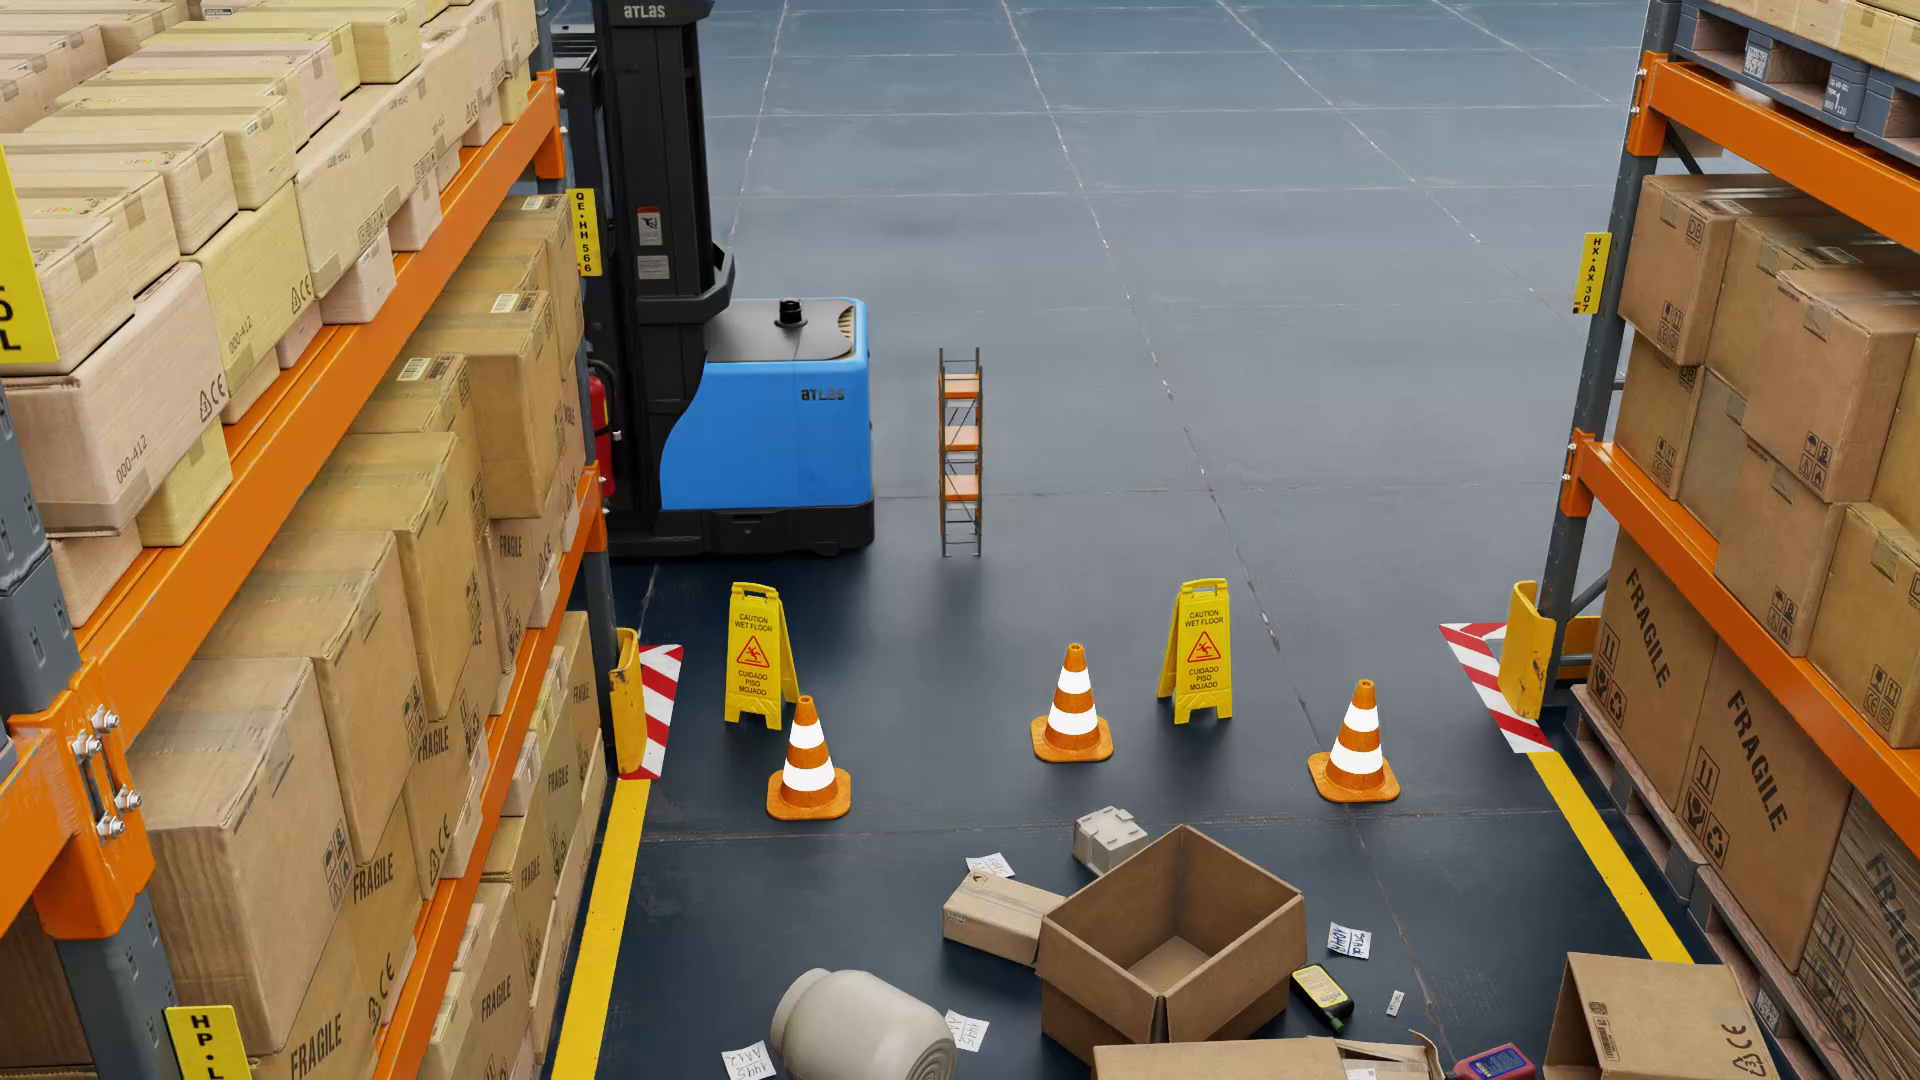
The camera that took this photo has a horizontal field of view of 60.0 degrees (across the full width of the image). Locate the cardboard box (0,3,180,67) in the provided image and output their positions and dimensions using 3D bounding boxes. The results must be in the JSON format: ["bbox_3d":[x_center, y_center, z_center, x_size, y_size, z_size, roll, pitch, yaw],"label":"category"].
[{"bbox_3d":[-2.061,-1.161,3.899,0.380,0.149,0.250,-1,28,-2],"label":"cardboard box"}]

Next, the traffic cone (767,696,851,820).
[{"bbox_3d":[-0.614,0.830,6.657,0.336,0.463,0.334,-1,28,-3],"label":"traffic cone"}]

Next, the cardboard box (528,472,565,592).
[{"bbox_3d":[-1.599,-0.163,5.388,0.500,0.500,0.500,-1,28,-3],"label":"cardboard box"}]

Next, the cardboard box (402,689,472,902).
[{"bbox_3d":[-1.523,0.536,4.049,0.500,0.500,0.500,-2,28,-3],"label":"cardboard box"}]

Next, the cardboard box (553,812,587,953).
[{"bbox_3d":[-1.594,1.177,5.768,0.500,0.250,0.500,-1,28,-2],"label":"cardboard box"}]

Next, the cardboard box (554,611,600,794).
[{"bbox_3d":[-1.622,0.602,6.060,0.500,0.500,0.500,-1,28,-2],"label":"cardboard box"}]

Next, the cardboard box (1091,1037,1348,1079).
[{"bbox_3d":[0.753,1.767,4.672,0.797,0.637,0.503,-1,28,-3],"label":"cardboard box"}]

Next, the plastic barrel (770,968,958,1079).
[{"bbox_3d":[-0.305,1.598,5.229,0.512,0.421,0.421,19,33,32],"label":"plastic barrel"}]

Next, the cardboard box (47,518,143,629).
[{"bbox_3d":[-1.485,0.015,2.505,0.380,0.149,0.250,-2,28,-3],"label":"cardboard box"}]

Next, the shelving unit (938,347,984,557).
[{"bbox_3d":[0.003,-0.441,8.460,0.215,1.050,0.252,-1,28,-3],"label":"shelving unit"}]

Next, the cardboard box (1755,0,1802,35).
[{"bbox_3d":[2.738,-1.678,5.189,0.380,0.149,0.250,-1,28,-2],"label":"cardboard box"}]

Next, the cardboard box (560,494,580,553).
[{"bbox_3d":[-1.567,-0.069,5.909,0.380,0.149,0.250,-2,28,-3],"label":"cardboard box"}]

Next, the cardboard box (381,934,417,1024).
[{"bbox_3d":[-1.499,0.991,3.878,0.380,0.149,0.250,-1,28,-1],"label":"cardboard box"}]

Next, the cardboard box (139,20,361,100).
[{"bbox_3d":[-1.570,-1.056,3.697,0.380,0.149,0.250,-1,28,-2],"label":"cardboard box"}]

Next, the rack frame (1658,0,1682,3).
[{"bbox_3d":[3.014,-3.288,5.323,1.000,3.000,0.127,-1,28,-3],"label":"rack frame"}]

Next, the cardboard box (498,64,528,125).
[{"bbox_3d":[-1.581,-1.408,5.234,0.380,0.149,0.250,-1,28,-2],"label":"cardboard box"}]

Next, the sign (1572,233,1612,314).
[{"bbox_3d":[2.459,-1.036,6.472,0.100,0.325,0.005,-1,28,-3],"label":"sign"}]

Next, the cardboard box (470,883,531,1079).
[{"bbox_3d":[-1.542,1.320,4.683,0.500,0.500,0.500,0,28,0],"label":"cardboard box"}]

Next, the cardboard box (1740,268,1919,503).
[{"bbox_3d":[3.009,-0.487,5.111,0.875,0.550,0.550,-1,28,-3],"label":"cardboard box"}]

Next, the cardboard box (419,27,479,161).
[{"bbox_3d":[-1.572,-1.156,4.319,0.500,0.250,0.500,-1,28,-1],"label":"cardboard box"}]

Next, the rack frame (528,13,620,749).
[{"bbox_3d":[-1.924,-0.462,6.392,1.000,3.000,0.127,-1,28,-3],"label":"rack frame"}]

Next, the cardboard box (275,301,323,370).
[{"bbox_3d":[-1.544,-0.457,3.411,0.380,0.149,0.250,-2,28,-4],"label":"cardboard box"}]

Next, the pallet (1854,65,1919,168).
[{"bbox_3d":[3.129,-1.012,4.298,1.003,0.211,1.213,-1,28,-3],"label":"pallet"}]

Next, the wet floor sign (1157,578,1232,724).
[{"bbox_3d":[1.035,0.450,7.189,0.267,0.644,0.232,-6,28,-11],"label":"wet floor sign"}]

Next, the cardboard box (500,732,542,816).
[{"bbox_3d":[-1.514,0.721,5.132,0.380,0.149,0.250,0,28,0],"label":"cardboard box"}]

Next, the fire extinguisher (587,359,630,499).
[{"bbox_3d":[-1.470,-0.492,6.532,0.296,0.674,0.183,-1,28,-3],"label":"fire extinguisher"}]

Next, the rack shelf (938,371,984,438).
[{"bbox_3d":[0.003,-0.683,8.334,0.215,0.259,0.240,-1,28,-3],"label":"rack shelf"}]

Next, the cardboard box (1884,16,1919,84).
[{"bbox_3d":[2.777,-1.328,4.519,0.380,0.149,0.250,-2,28,-3],"label":"cardboard box"}]

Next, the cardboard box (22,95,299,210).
[{"bbox_3d":[-1.441,-0.704,3.021,0.380,0.149,0.250,-2,28,-3],"label":"cardboard box"}]

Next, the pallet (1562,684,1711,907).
[{"bbox_3d":[3.133,0.976,6.651,1.003,0.211,1.213,-1,28,-3],"label":"pallet"}]

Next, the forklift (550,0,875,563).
[{"bbox_3d":[-1.978,-1.401,8.267,3.031,2.935,1.130,-1,28,-3],"label":"forklift"}]

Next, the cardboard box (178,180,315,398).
[{"bbox_3d":[-1.501,-0.458,2.981,0.500,0.250,0.500,-2,28,-3],"label":"cardboard box"}]

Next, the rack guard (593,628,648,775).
[{"bbox_3d":[-1.920,0.682,6.903,1.175,0.500,0.348,-1,28,-3],"label":"rack guard"}]

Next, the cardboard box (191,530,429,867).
[{"bbox_3d":[-1.527,0.321,3.380,0.700,0.500,0.500,-1,28,-2],"label":"cardboard box"}]

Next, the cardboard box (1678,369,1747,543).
[{"bbox_3d":[3.129,-0.271,5.863,0.875,0.550,0.550,-1,28,-3],"label":"cardboard box"}]

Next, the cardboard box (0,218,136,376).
[{"bbox_3d":[-1.406,-0.340,2.324,0.380,0.149,0.250,-2,28,-4],"label":"cardboard box"}]

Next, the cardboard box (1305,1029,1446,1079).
[{"bbox_3d":[1.293,1.682,5.238,0.396,0.266,0.258,3,28,6],"label":"cardboard box"}]

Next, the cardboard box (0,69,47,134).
[{"bbox_3d":[-2.020,-0.809,3.222,0.380,0.149,0.250,-2,28,-4],"label":"cardboard box"}]

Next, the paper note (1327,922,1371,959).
[{"bbox_3d":[1.398,1.435,5.967,0.144,0.017,0.142,8,29,15],"label":"paper note"}]

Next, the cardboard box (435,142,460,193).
[{"bbox_3d":[-1.594,-1.052,4.552,0.380,0.149,0.250,-2,28,-3],"label":"cardboard box"}]

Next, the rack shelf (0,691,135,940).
[{"bbox_3d":[-1.611,1.298,0.552,1.077,0.370,4.000,-1,28,-3],"label":"rack shelf"}]

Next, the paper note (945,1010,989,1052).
[{"bbox_3d":[0.007,1.644,5.577,0.148,0.019,0.142,8,29,15],"label":"paper note"}]

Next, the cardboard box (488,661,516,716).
[{"bbox_3d":[-1.555,0.406,4.999,0.380,0.149,0.250,-2,28,-3],"label":"cardboard box"}]

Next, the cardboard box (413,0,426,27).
[{"bbox_3d":[-1.638,-1.416,4.387,0.380,0.149,0.250,-1,28,-3],"label":"cardboard box"}]

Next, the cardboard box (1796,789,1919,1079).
[{"bbox_3d":[3.209,1.267,4.921,0.875,0.875,0.875,-1,28,-2],"label":"cardboard box"}]

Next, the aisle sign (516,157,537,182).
[{"bbox_3d":[-1.638,-1.650,5.859,0.394,0.787,0.004,-1,28,-3],"label":"aisle sign"}]

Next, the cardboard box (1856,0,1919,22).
[{"bbox_3d":[2.837,-1.557,4.527,0.500,0.250,0.500,-2,28,-3],"label":"cardboard box"}]

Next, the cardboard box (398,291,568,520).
[{"bbox_3d":[-1.531,-0.384,4.731,0.700,0.500,0.500,-2,28,-3],"label":"cardboard box"}]
